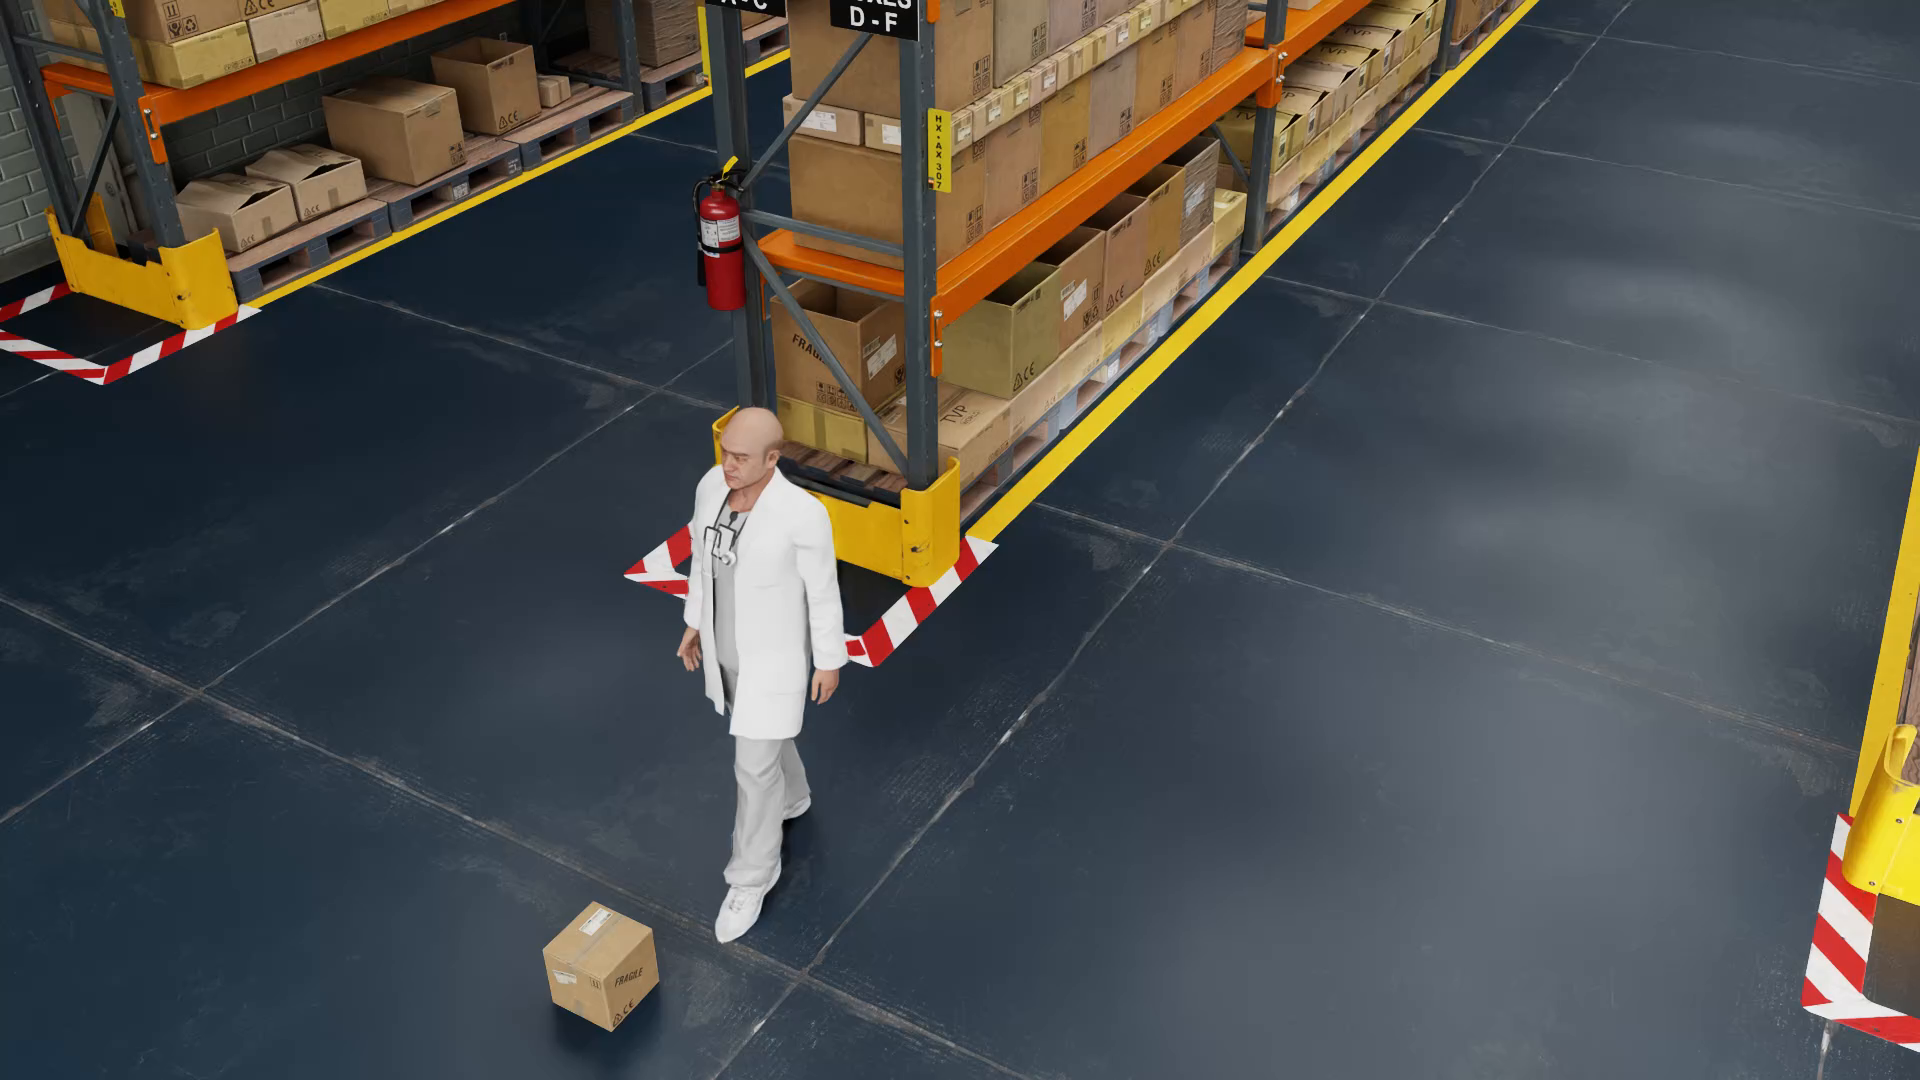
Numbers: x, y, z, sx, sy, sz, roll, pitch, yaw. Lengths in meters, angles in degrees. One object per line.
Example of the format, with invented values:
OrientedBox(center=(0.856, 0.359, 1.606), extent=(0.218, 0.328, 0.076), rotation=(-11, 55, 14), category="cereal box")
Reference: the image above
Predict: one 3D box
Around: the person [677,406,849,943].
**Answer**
OrientedBox(center=(-0.753, 0.424, 5.529), extent=(0.610, 1.807, 0.697), rotation=(24, 41, 32), category="person")
